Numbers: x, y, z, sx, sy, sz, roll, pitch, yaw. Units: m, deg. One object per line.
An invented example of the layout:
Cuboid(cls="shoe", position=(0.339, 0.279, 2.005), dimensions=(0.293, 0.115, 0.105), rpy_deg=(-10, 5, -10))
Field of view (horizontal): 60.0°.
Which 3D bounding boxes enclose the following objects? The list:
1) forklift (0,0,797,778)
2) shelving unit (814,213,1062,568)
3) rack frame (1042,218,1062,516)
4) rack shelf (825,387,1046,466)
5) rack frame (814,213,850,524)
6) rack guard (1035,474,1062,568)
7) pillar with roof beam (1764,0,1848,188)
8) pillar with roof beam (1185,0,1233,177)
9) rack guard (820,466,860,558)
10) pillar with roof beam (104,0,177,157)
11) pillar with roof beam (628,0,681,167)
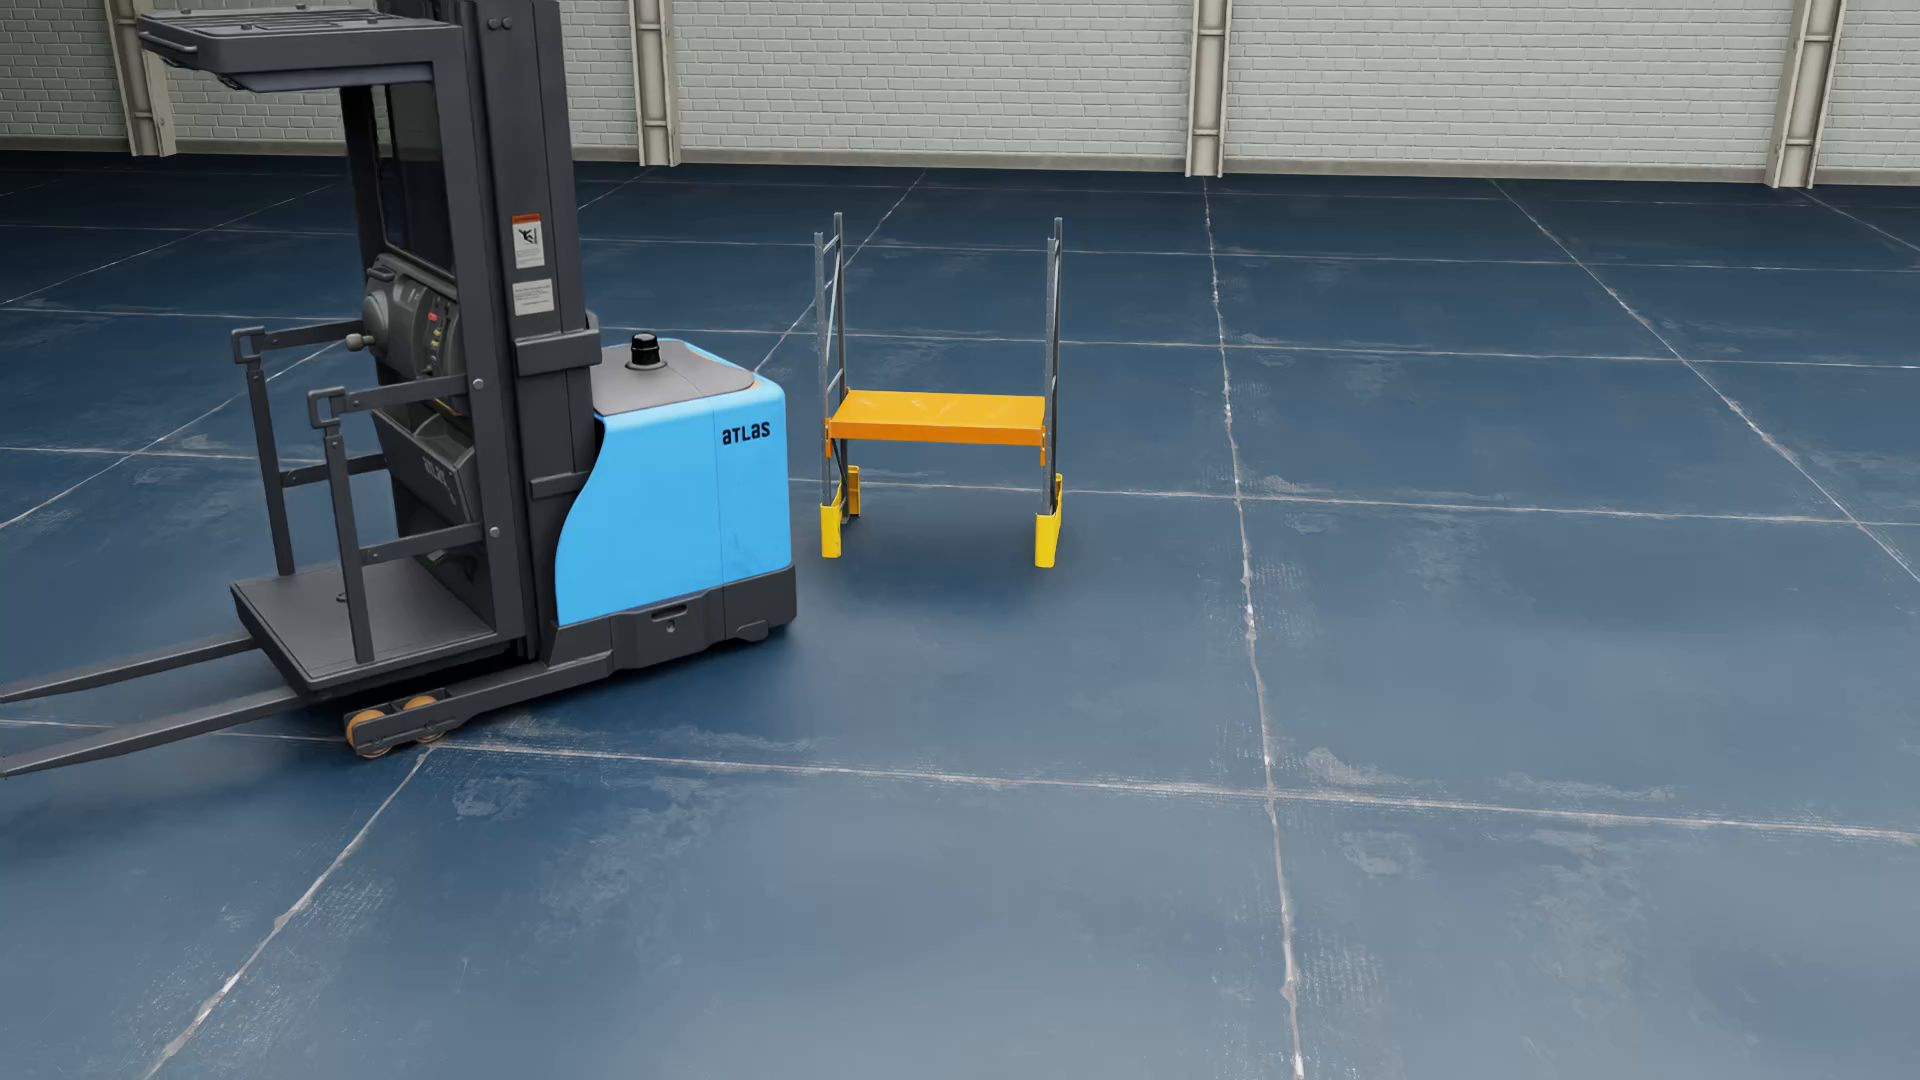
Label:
Cuboid(cls="forklift", position=(-2.175, -0.803, 5.984), dimensions=(3.031, 2.935, 1.130), rpy_deg=(-15, 26, -33))
Cuboid(cls="shelving unit", position=(-0.076, -0.701, 7.672), dimensions=(1.083, 1.500, 0.587), rpy_deg=(2, 22, 6))
Cuboid(cls="rack frame", position=(0.420, -0.679, 7.618), dimensions=(0.032, 1.500, 0.500), rpy_deg=(2, 22, 6))
Cuboid(cls="rack shelf", position=(-0.085, -0.534, 7.740), dimensions=(1.000, 0.185, 0.538), rpy_deg=(2, 22, 6))
Cuboid(cls="rack frame", position=(-0.590, -0.723, 7.729), dimensions=(0.032, 1.500, 0.500), rpy_deg=(2, 22, 6))
Cuboid(cls="rack guard", position=(0.419, -0.098, 7.848), dimensions=(0.087, 0.250, 0.587), rpy_deg=(2, 22, 6))
Cuboid(cls="pillar with roof beam", position=(8.072, -6.288, 11.606), dimensions=(0.400, 9.000, 9.100), rpy_deg=(2, 22, 6))
Cuboid(cls="pillar with roof beam", position=(2.113, -6.548, 12.263), dimensions=(0.400, 9.000, 9.100), rpy_deg=(2, 22, 6))
Cuboid(cls="rack guard", position=(-0.570, -0.141, 7.957), dimensions=(0.087, 0.250, 0.587), rpy_deg=(2, 22, 6))
Cuboid(cls="pillar with roof beam", position=(-9.803, -7.067, 13.576), dimensions=(0.400, 9.000, 9.100), rpy_deg=(2, 22, 6))
Cuboid(cls="pillar with roof beam", position=(-3.845, -6.808, 12.919), dimensions=(0.400, 9.000, 9.100), rpy_deg=(2, 22, 6))
